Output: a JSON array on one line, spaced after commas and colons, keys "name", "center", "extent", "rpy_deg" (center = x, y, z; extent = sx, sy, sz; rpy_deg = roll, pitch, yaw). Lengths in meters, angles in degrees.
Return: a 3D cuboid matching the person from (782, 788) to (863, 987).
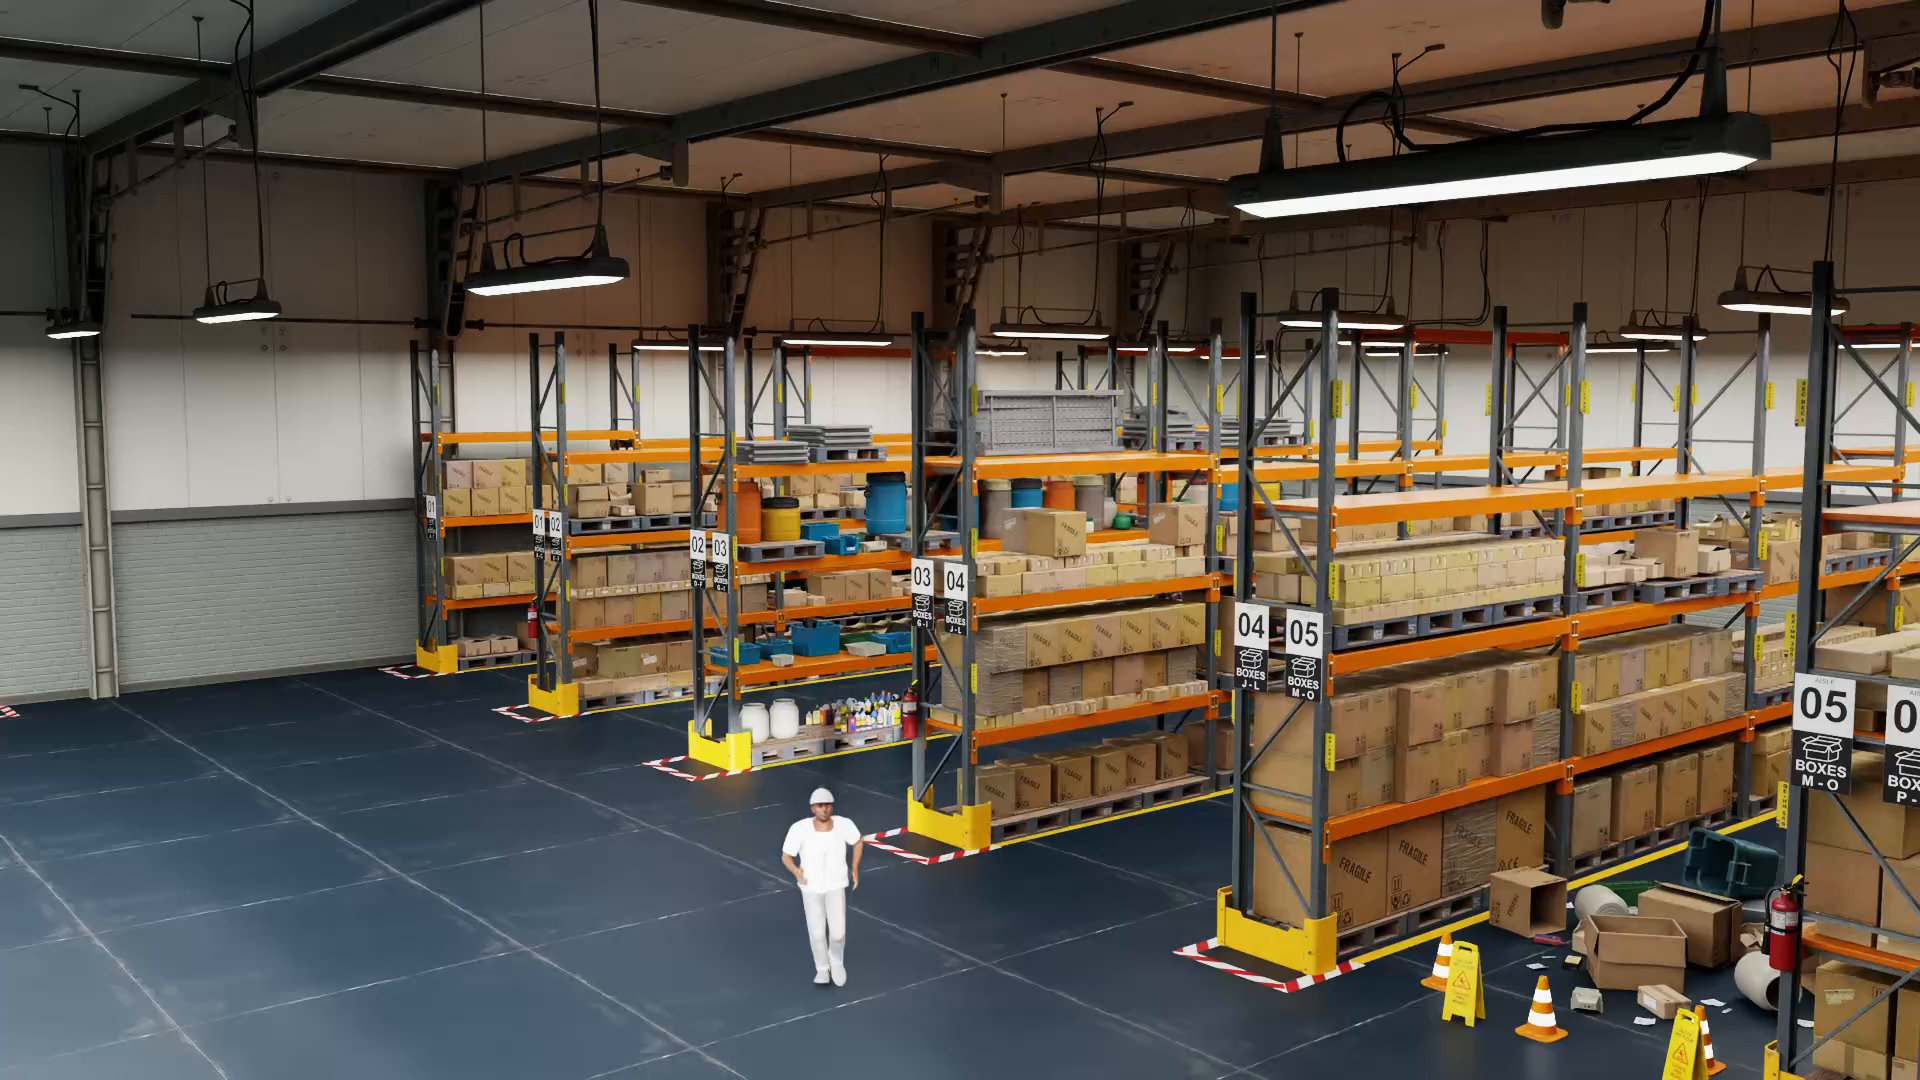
[{"name": "person", "center": [-1.182, 2.981, 14.208], "extent": [0.681, 1.736, 0.633], "rpy_deg": [0, 5, -5]}]
